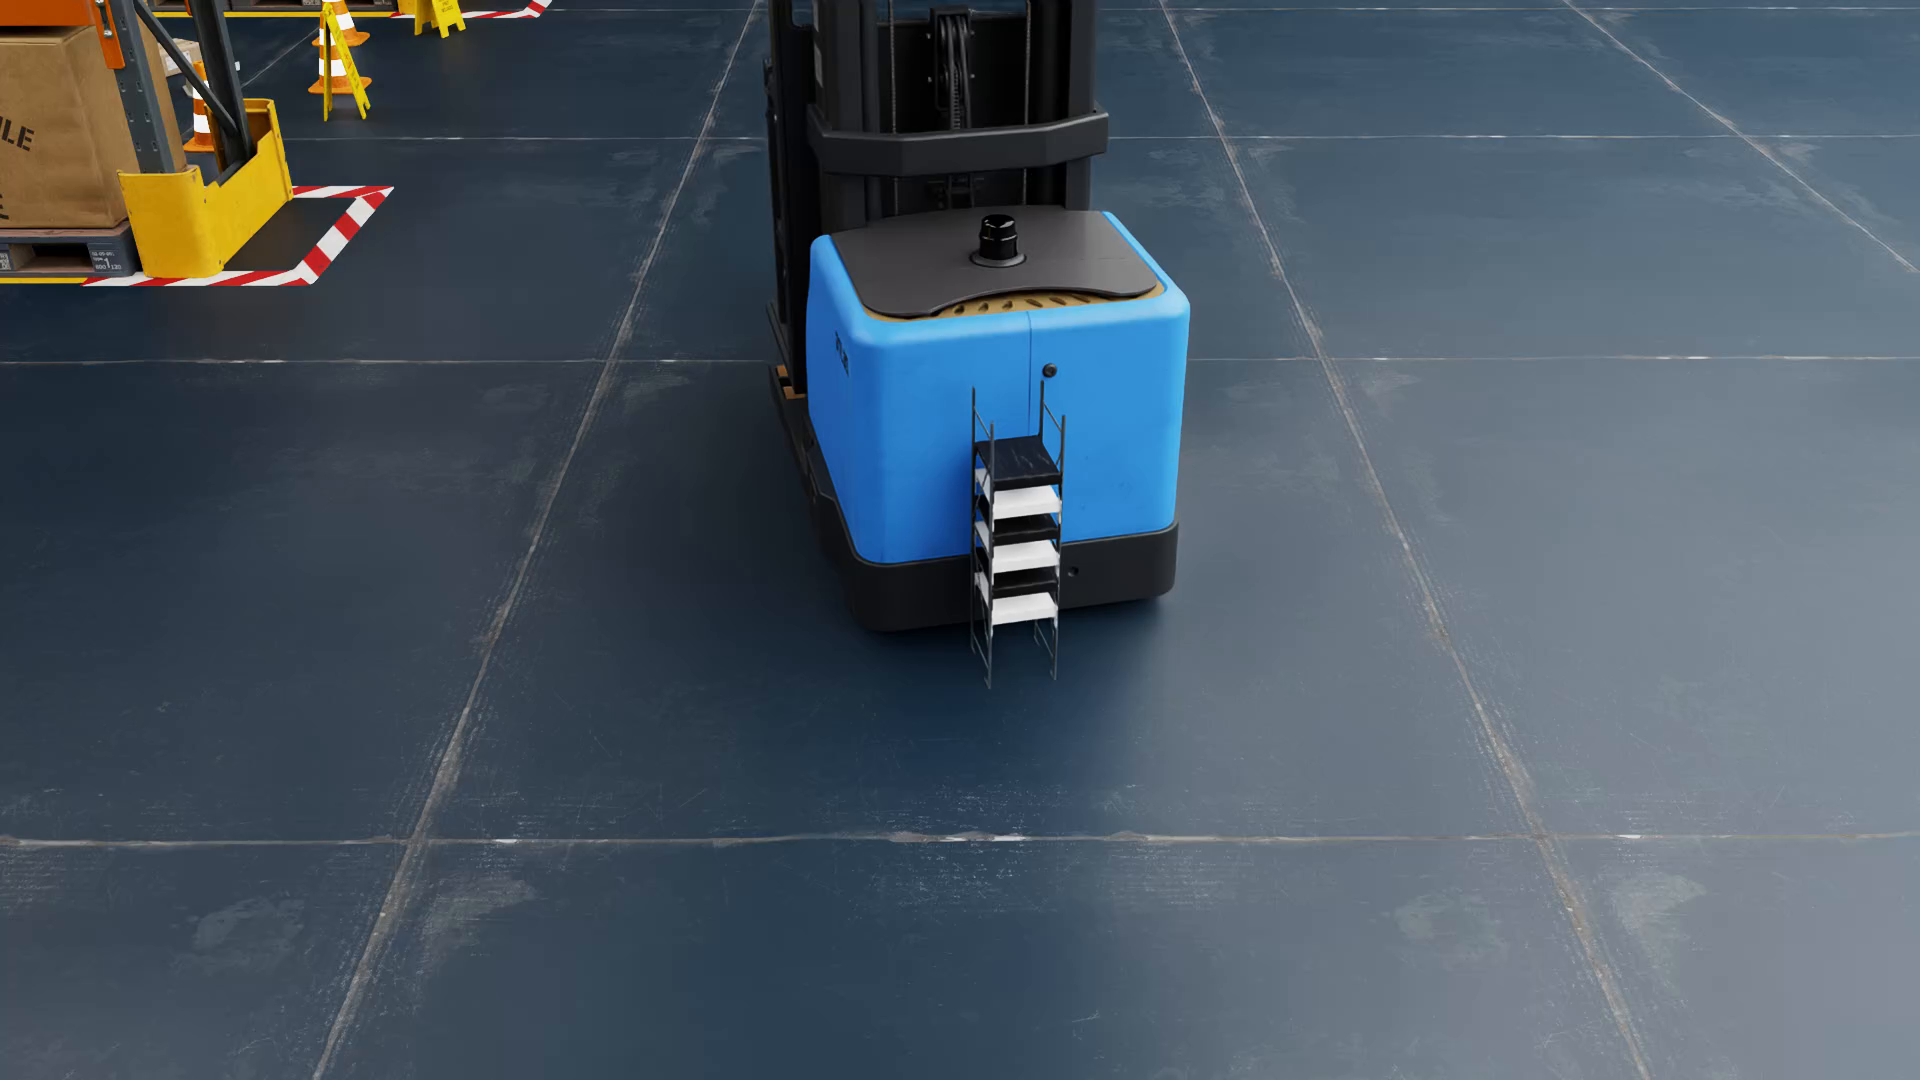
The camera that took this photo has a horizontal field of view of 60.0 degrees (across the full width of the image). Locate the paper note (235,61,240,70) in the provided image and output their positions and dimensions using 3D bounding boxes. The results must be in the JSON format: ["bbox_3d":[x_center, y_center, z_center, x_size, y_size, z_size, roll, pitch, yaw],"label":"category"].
[{"bbox_3d":[-4.748,-3.069,10.780,0.142,0.019,0.148,-11,33,-17],"label":"paper note"}]

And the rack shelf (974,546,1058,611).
[{"bbox_3d":[0.162,0.100,4.954,0.200,0.077,0.258,-7,32,-11],"label":"rack shelf"}]

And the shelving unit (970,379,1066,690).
[{"bbox_3d":[0.162,-0.005,4.890,0.210,0.900,0.258,-7,32,-11],"label":"shelving unit"}]

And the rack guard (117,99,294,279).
[{"bbox_3d":[-3.660,-1.738,8.133,0.348,0.500,1.175,0,31,0],"label":"rack guard"}]

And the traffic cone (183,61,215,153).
[{"bbox_3d":[-4.224,-2.457,9.354,0.334,0.463,0.336,0,31,0],"label":"traffic cone"}]

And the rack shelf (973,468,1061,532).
[{"bbox_3d":[0.162,-0.130,4.814,0.200,0.077,0.258,-7,32,-11],"label":"rack shelf"}]

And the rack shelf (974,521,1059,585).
[{"bbox_3d":[0.162,0.024,4.907,0.200,0.077,0.258,-7,32,-11],"label":"rack shelf"}]

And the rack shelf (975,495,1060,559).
[{"bbox_3d":[0.162,-0.053,4.861,0.200,0.077,0.258,-7,32,-11],"label":"rack shelf"}]

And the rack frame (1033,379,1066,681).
[{"bbox_3d":[0.261,-0.017,4.910,0.006,0.900,0.240,-7,32,-11],"label":"rack frame"}]

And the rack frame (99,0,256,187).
[{"bbox_3d":[-3.684,-2.807,7.485,0.127,3.000,1.000,0,31,0],"label":"rack frame"}]

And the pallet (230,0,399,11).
[{"bbox_3d":[-4.704,-4.198,12.465,1.213,0.211,1.003,0,31,0],"label":"pallet"}]

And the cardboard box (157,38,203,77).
[{"bbox_3d":[-5.113,-3.104,10.722,0.250,0.149,0.380,16,35,25],"label":"cardboard box"}]

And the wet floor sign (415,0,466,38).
[{"bbox_3d":[-3.619,-3.813,11.413,0.232,0.644,0.267,10,33,17],"label":"wet floor sign"}]

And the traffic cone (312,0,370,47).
[{"bbox_3d":[-4.237,-3.619,11.269,0.334,0.463,0.336,0,31,0],"label":"traffic cone"}]

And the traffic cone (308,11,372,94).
[{"bbox_3d":[-3.891,-3.045,10.322,0.334,0.463,0.336,0,31,0],"label":"traffic cone"}]

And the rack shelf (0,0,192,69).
[{"bbox_3d":[-5.684,-2.493,7.661,4.000,0.370,1.077,0,31,0],"label":"rack shelf"}]

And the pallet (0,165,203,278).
[{"bbox_3d":[-4.483,-1.572,8.137,1.213,0.211,1.003,0,31,0],"label":"pallet"}]

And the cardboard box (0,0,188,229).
[{"bbox_3d":[-4.362,-2.042,7.867,0.875,0.875,0.875,0,31,0],"label":"cardboard box"}]

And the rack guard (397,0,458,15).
[{"bbox_3d":[-3.891,-4.305,12.364,0.348,0.500,1.175,0,31,0],"label":"rack guard"}]

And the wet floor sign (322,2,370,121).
[{"bbox_3d":[-3.667,-2.828,9.788,0.232,0.644,0.267,-5,32,-9],"label":"wet floor sign"}]

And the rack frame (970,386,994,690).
[{"bbox_3d":[0.063,0.007,4.870,0.006,0.900,0.240,-7,32,-11],"label":"rack frame"}]

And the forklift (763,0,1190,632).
[{"bbox_3d":[-0.140,-1.722,5.763,1.130,2.935,3.031,-7,32,-11],"label":"forklift"}]

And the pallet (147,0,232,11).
[{"bbox_3d":[-5.921,-4.195,12.461,1.213,0.211,1.003,0,31,0],"label":"pallet"}]

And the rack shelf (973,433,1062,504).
[{"bbox_3d":[0.162,-0.207,4.767,0.200,0.077,0.258,-7,32,-11],"label":"rack shelf"}]

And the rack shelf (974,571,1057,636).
[{"bbox_3d":[0.162,0.177,5.001,0.200,0.077,0.258,-7,32,-11],"label":"rack shelf"}]

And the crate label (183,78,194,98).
[{"bbox_3d":[-4.676,-2.871,10.349,0.298,0.136,0.250,-17,35,-26],"label":"crate label"}]
